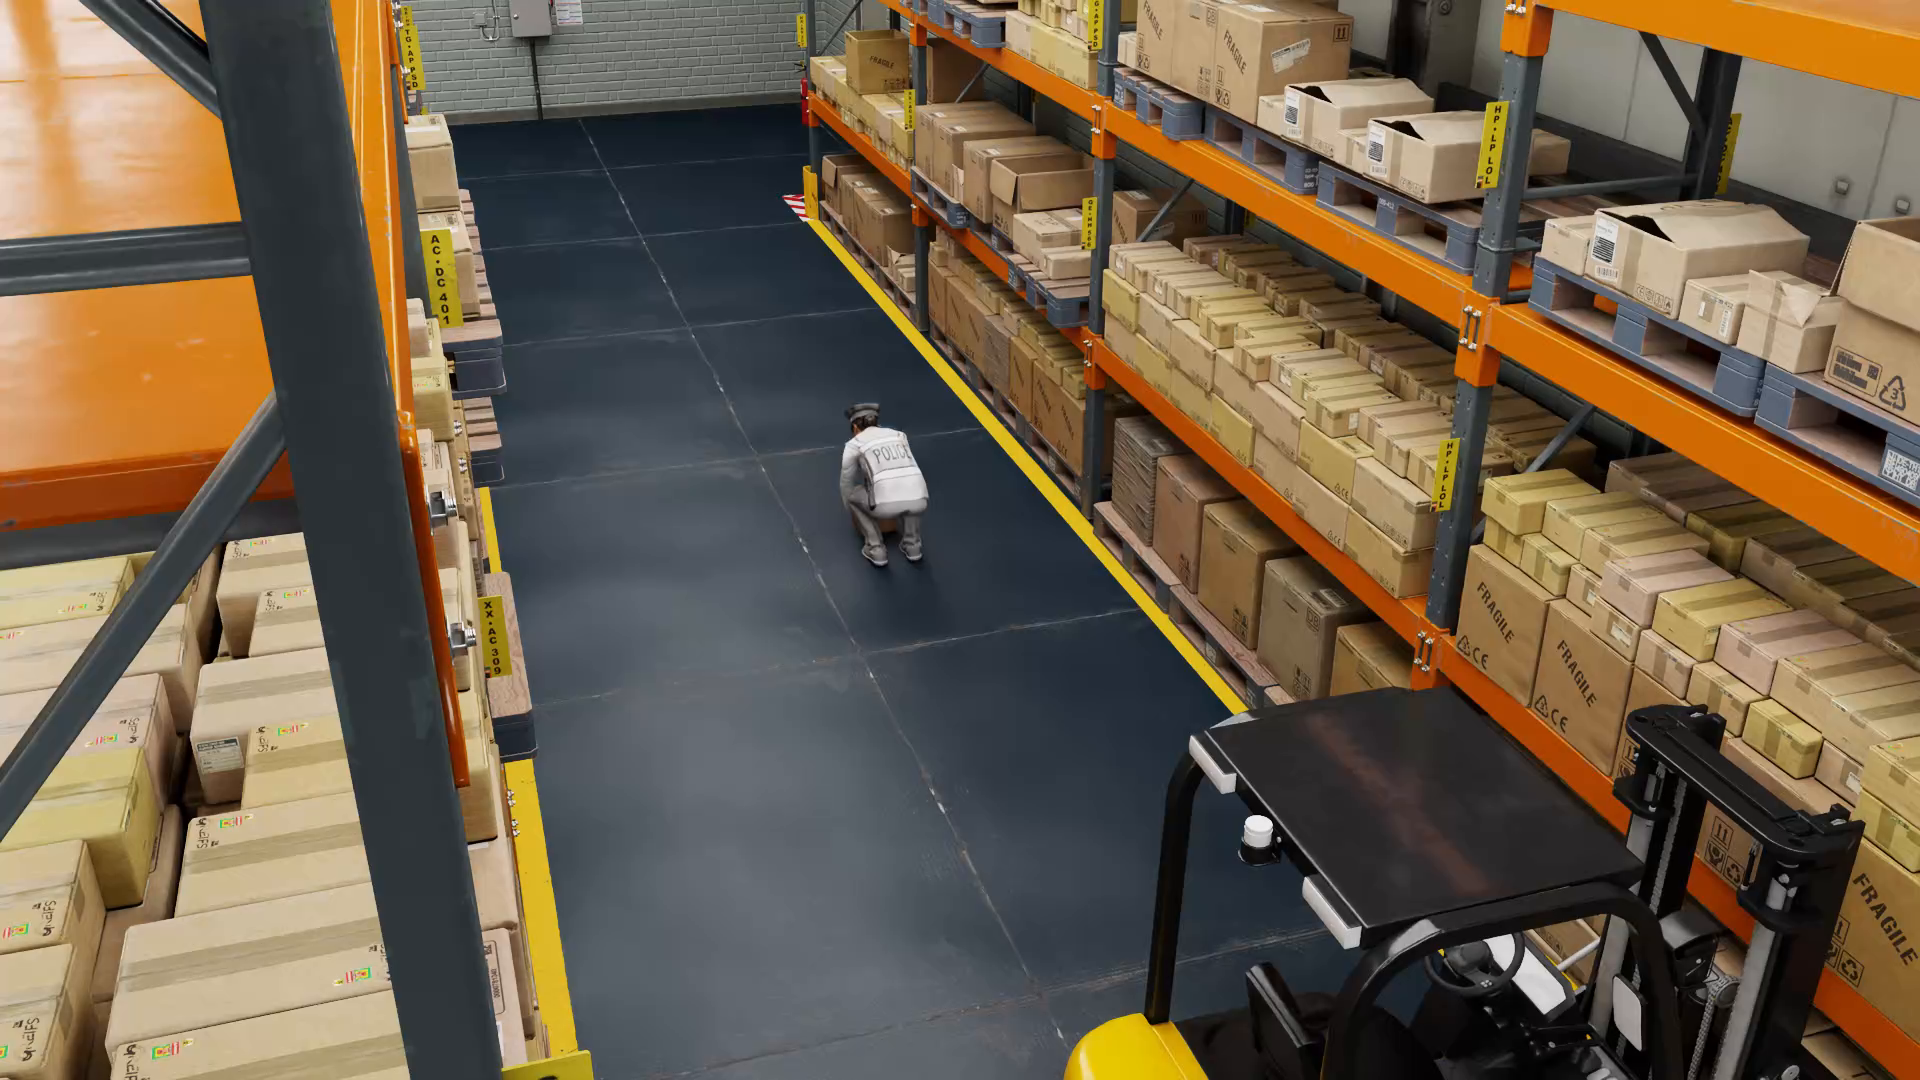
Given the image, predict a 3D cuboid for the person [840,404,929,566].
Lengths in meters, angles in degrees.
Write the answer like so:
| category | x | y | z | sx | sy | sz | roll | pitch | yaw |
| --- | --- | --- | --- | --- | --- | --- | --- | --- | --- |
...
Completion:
| category | x | y | z | sx | sy | sz | roll | pitch | yaw |
| --- | --- | --- | --- | --- | --- | --- | --- | --- | --- |
| person | -0.498 | -0.363 | 10.675 | 0.487 | 0.929 | 0.853 | -8 | 28 | -16 |
